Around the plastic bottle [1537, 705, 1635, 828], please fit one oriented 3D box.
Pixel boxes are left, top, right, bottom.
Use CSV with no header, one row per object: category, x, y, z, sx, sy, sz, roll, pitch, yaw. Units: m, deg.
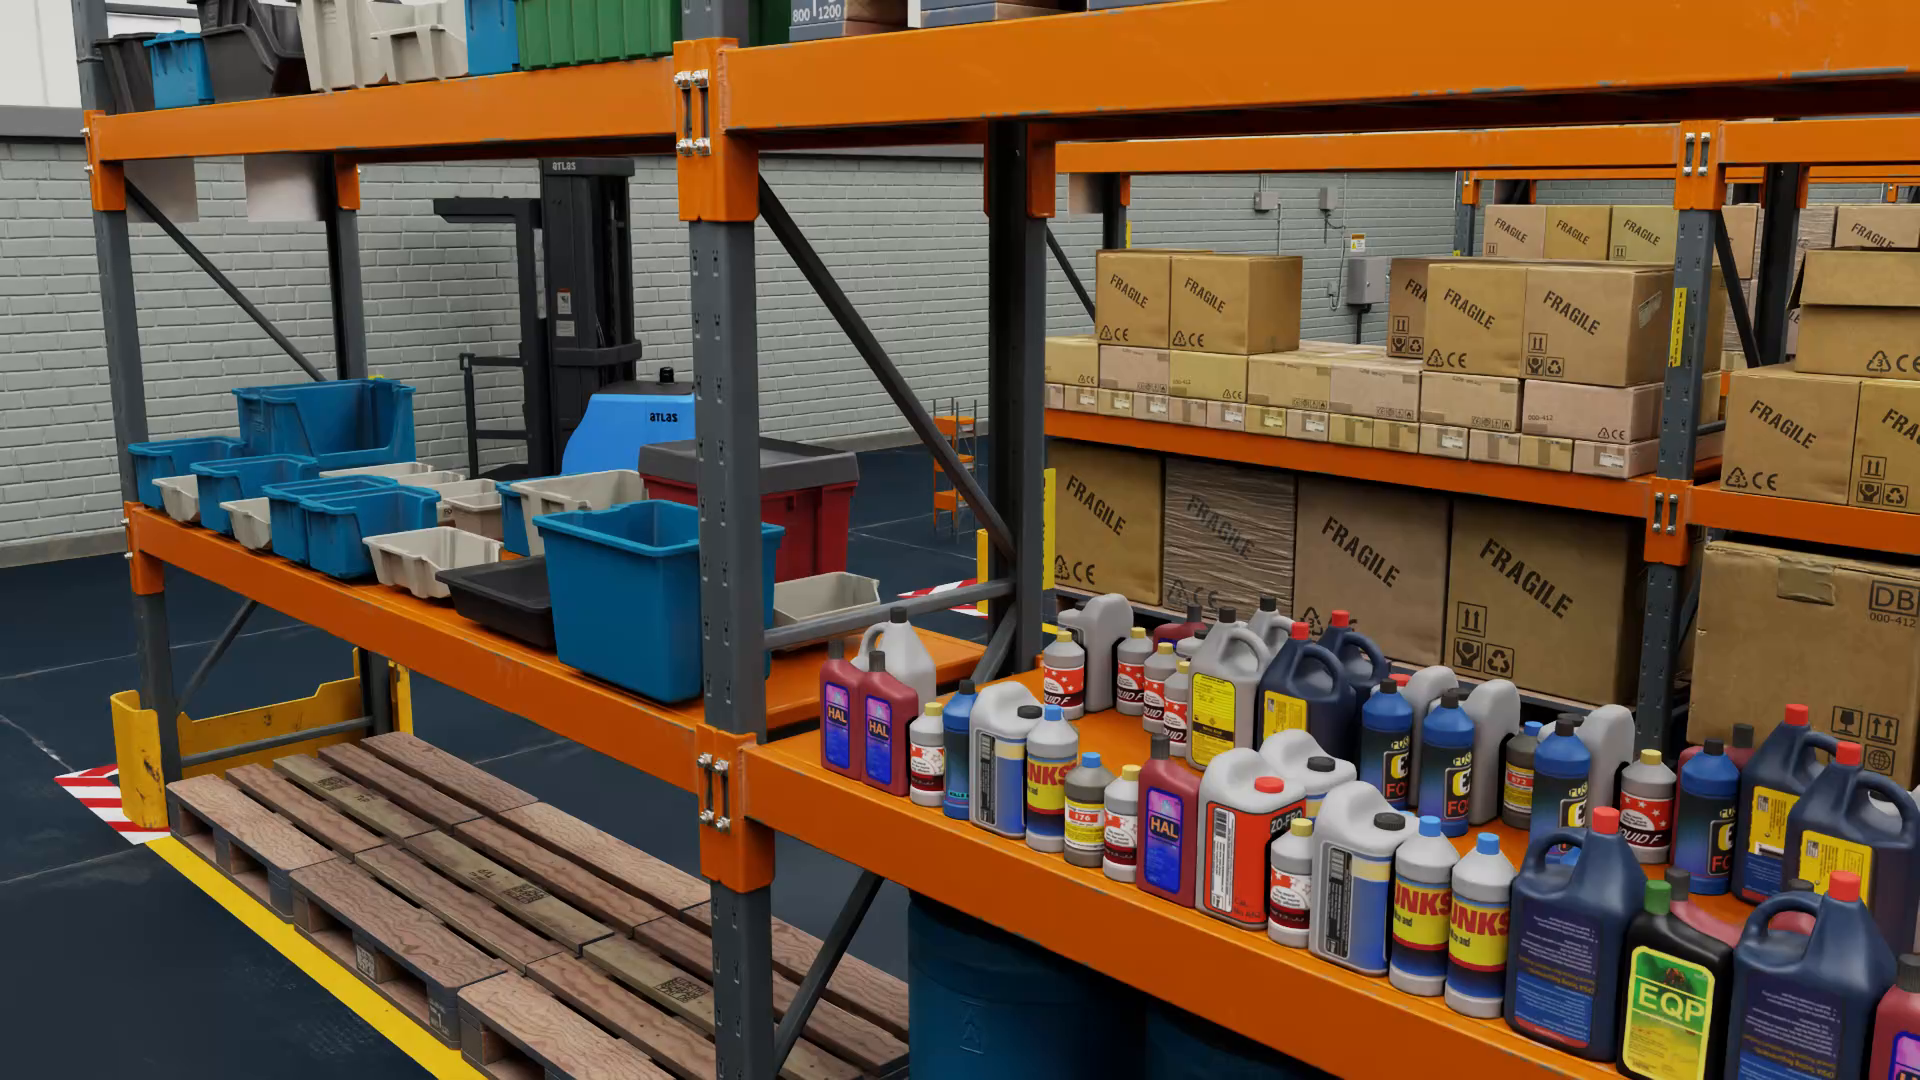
plastic bottle,1.177,0.441,3.146,0.152,0.276,0.135,-11,16,-43

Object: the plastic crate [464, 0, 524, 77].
plastic crate,-1.043,-1.288,4.213,0.416,0.233,0.300,-11,16,-43

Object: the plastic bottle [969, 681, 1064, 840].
plastic bottle,0.114,0.422,3.237,0.152,0.276,0.135,-11,16,-43

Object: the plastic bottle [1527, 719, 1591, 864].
plastic bottle,1.099,0.463,3.049,0.097,0.271,0.097,0,12,0

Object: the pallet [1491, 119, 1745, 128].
pallet,2.842,-2.050,7.712,1.003,0.211,1.213,-11,16,-43

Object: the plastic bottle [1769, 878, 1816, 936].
plastic bottle,1.179,0.615,2.284,0.061,0.283,0.133,-11,16,-43

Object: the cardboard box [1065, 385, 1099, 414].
cardboard box,0.821,-0.829,9.623,0.380,0.149,0.250,-11,16,-43

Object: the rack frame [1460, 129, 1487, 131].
rack frame,4.294,-4.702,12.931,1.000,3.000,0.127,-11,16,-43

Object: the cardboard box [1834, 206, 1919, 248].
cardboard box,6.175,-1.969,11.074,0.500,0.500,0.500,11,16,43

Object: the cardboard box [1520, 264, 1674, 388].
cardboard box,2.888,-0.972,7.474,0.500,0.500,0.500,-10,15,-41

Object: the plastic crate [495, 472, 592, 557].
plastic crate,-1.342,-0.080,5.632,0.416,0.233,0.300,-11,16,-43

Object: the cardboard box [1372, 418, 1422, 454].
cardboard box,2.241,-0.529,8.168,0.380,0.149,0.250,-11,16,-42

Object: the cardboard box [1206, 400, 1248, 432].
cardboard box,1.533,-0.679,8.894,0.380,0.149,0.250,-11,16,-43

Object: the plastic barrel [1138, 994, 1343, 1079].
plastic barrel,0.669,1.194,3.340,0.600,0.901,0.708,-11,16,-43

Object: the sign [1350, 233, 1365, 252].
sign,5.330,-3.986,22.278,0.339,0.242,0.001,-11,16,-43

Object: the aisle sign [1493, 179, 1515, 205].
aisle sign,4.460,-3.089,13.528,0.394,0.787,0.004,-11,16,-43

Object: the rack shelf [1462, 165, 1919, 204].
rack shelf,5.675,-2.588,11.889,1.077,0.370,4.000,-11,16,-43

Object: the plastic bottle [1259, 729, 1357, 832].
plastic bottle,0.610,0.483,2.943,0.152,0.276,0.135,-11,16,-43

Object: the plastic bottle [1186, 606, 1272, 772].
plastic bottle,0.584,0.320,3.547,0.144,0.351,0.185,-11,16,-43

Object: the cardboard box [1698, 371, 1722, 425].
cardboard box,3.264,-0.680,7.915,0.500,0.250,0.500,-11,16,-44

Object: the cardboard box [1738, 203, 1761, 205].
cardboard box,7.849,-3.234,16.341,0.380,0.149,0.250,-10,16,-41

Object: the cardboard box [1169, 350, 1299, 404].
cardboard box,1.481,-0.903,8.993,0.500,0.250,0.500,11,16,43

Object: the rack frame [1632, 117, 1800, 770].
rack frame,3.399,-0.503,7.419,1.000,3.000,0.127,-11,16,-43

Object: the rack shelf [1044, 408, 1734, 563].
rack shelf,2.018,-0.443,8.909,1.077,0.370,4.000,-11,16,-43

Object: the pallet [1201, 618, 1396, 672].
pallet,2.084,0.563,9.157,1.003,0.211,1.213,-11,16,-43

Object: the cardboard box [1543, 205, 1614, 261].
cardboard box,4.765,-2.272,12.544,0.500,0.500,0.500,-10,15,-41

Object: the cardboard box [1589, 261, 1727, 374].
cardboard box,3.253,-1.048,7.841,0.500,0.500,0.500,-11,16,-43

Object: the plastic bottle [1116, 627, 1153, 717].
plastic bottle,0.423,0.310,3.965,0.097,0.201,0.097,0,12,0

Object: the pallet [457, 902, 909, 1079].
pallet,-0.719,1.451,4.845,1.003,0.211,1.213,-11,16,-43

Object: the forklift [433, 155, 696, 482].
forklift,-3.336,-1.589,12.862,3.031,2.935,1.130,2,12,11

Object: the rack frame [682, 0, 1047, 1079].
rack frame,-0.181,0.187,4.072,0.949,2.616,0.053,-11,16,-43

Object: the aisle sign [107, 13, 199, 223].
aisle sign,-3.210,-1.639,6.491,0.394,0.787,0.004,-11,16,-43

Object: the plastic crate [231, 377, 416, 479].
plastic crate,-2.579,-0.420,6.782,0.616,0.435,0.499,-11,16,-43

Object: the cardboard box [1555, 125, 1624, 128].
cardboard box,4.780,-2.980,12.382,0.500,0.250,0.500,-10,15,-41

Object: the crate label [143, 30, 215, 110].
crate label,-2.542,-1.613,5.743,0.408,0.251,0.502,-11,16,-43

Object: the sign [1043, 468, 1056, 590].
sign,0.216,-0.025,4.412,0.100,0.325,0.005,-11,16,-43

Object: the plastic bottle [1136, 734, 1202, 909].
plastic bottle,0.375,0.487,2.904,0.061,0.283,0.133,-11,16,-43

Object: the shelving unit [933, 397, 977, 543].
shelving unit,-0.037,-0.522,12.343,0.215,1.050,0.252,-11,16,-43

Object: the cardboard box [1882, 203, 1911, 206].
cardboard box,8.734,-3.042,15.412,0.380,0.149,0.250,-11,16,-42

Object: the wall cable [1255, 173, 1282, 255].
wall cable,3.893,-3.800,20.829,0.585,1.953,0.123,-11,16,-43

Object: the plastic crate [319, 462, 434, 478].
plastic crate,-2.251,-0.203,6.468,0.396,0.136,0.243,-11,16,-43

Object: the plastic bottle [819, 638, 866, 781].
plastic bottle,-0.238,0.357,3.533,0.061,0.283,0.133,-11,16,-43

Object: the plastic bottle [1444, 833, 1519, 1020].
plastic bottle,0.788,0.575,2.507,0.097,0.271,0.097,0,12,0

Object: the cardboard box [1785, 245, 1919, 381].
cardboard box,3.846,-0.951,6.861,0.637,0.503,0.797,11,16,44

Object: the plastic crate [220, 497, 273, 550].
plastic crate,-2.383,-0.058,5.762,0.250,0.136,0.298,-11,16,-43

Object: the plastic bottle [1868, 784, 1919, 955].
plastic bottle,1.556,0.521,2.756,0.152,0.276,0.135,-11,16,-43

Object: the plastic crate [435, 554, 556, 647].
plastic crate,-1.150,0.167,4.702,0.437,0.125,0.590,-11,16,-43

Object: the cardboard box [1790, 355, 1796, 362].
cardboard box,5.922,-1.212,11.482,0.250,0.149,0.380,11,16,43

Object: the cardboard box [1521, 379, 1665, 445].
cardboard box,2.904,-0.603,7.540,0.500,0.250,0.500,-11,16,-44

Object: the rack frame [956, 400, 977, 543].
rack frame,0.047,-0.504,12.257,0.200,1.050,0.008,-11,16,-43

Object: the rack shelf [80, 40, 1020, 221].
rack shelf,-1.564,-1.222,5.256,1.077,0.370,4.000,-11,16,-43

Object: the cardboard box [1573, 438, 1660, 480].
cardboard box,2.952,-0.379,7.439,0.380,0.149,0.250,-11,16,-42

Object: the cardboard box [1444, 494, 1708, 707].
cardboard box,3.001,0.224,8.113,0.875,0.875,0.875,-11,16,-43

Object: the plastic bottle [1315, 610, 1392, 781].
plastic bottle,0.816,0.327,3.514,0.144,0.351,0.185,-11,16,-43
